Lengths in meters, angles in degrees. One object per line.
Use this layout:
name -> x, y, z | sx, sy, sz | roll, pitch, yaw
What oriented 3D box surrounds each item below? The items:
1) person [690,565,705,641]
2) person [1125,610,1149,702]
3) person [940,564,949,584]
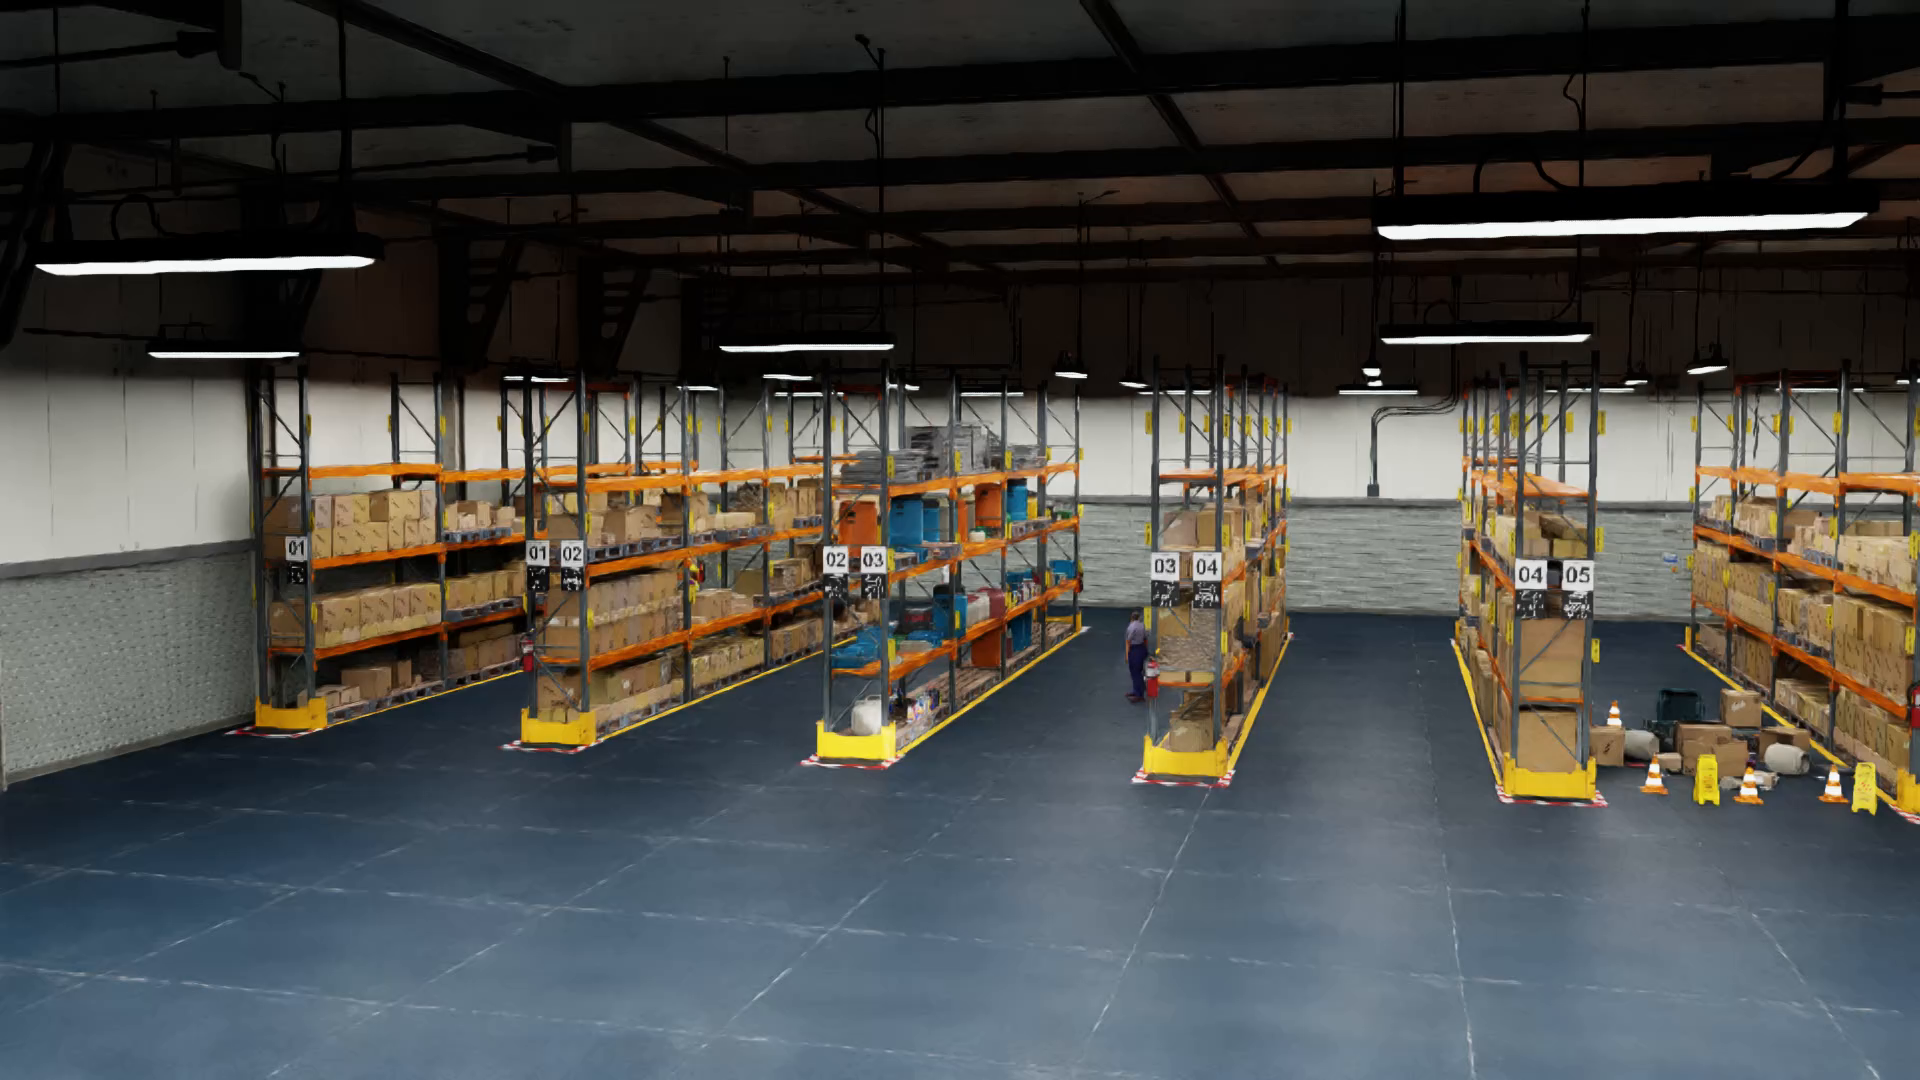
person -> -6.132, 1.453, 38.391 | 0.464, 1.772, 0.645 | 0, 4, -6
person -> 3.184, 2.083, 30.262 | 0.561, 1.639, 0.596 | 3, 5, 39
person -> -0.266, 1.083, 44.384 | 0.543, 1.700, 1.115 | 1, 4, 16
